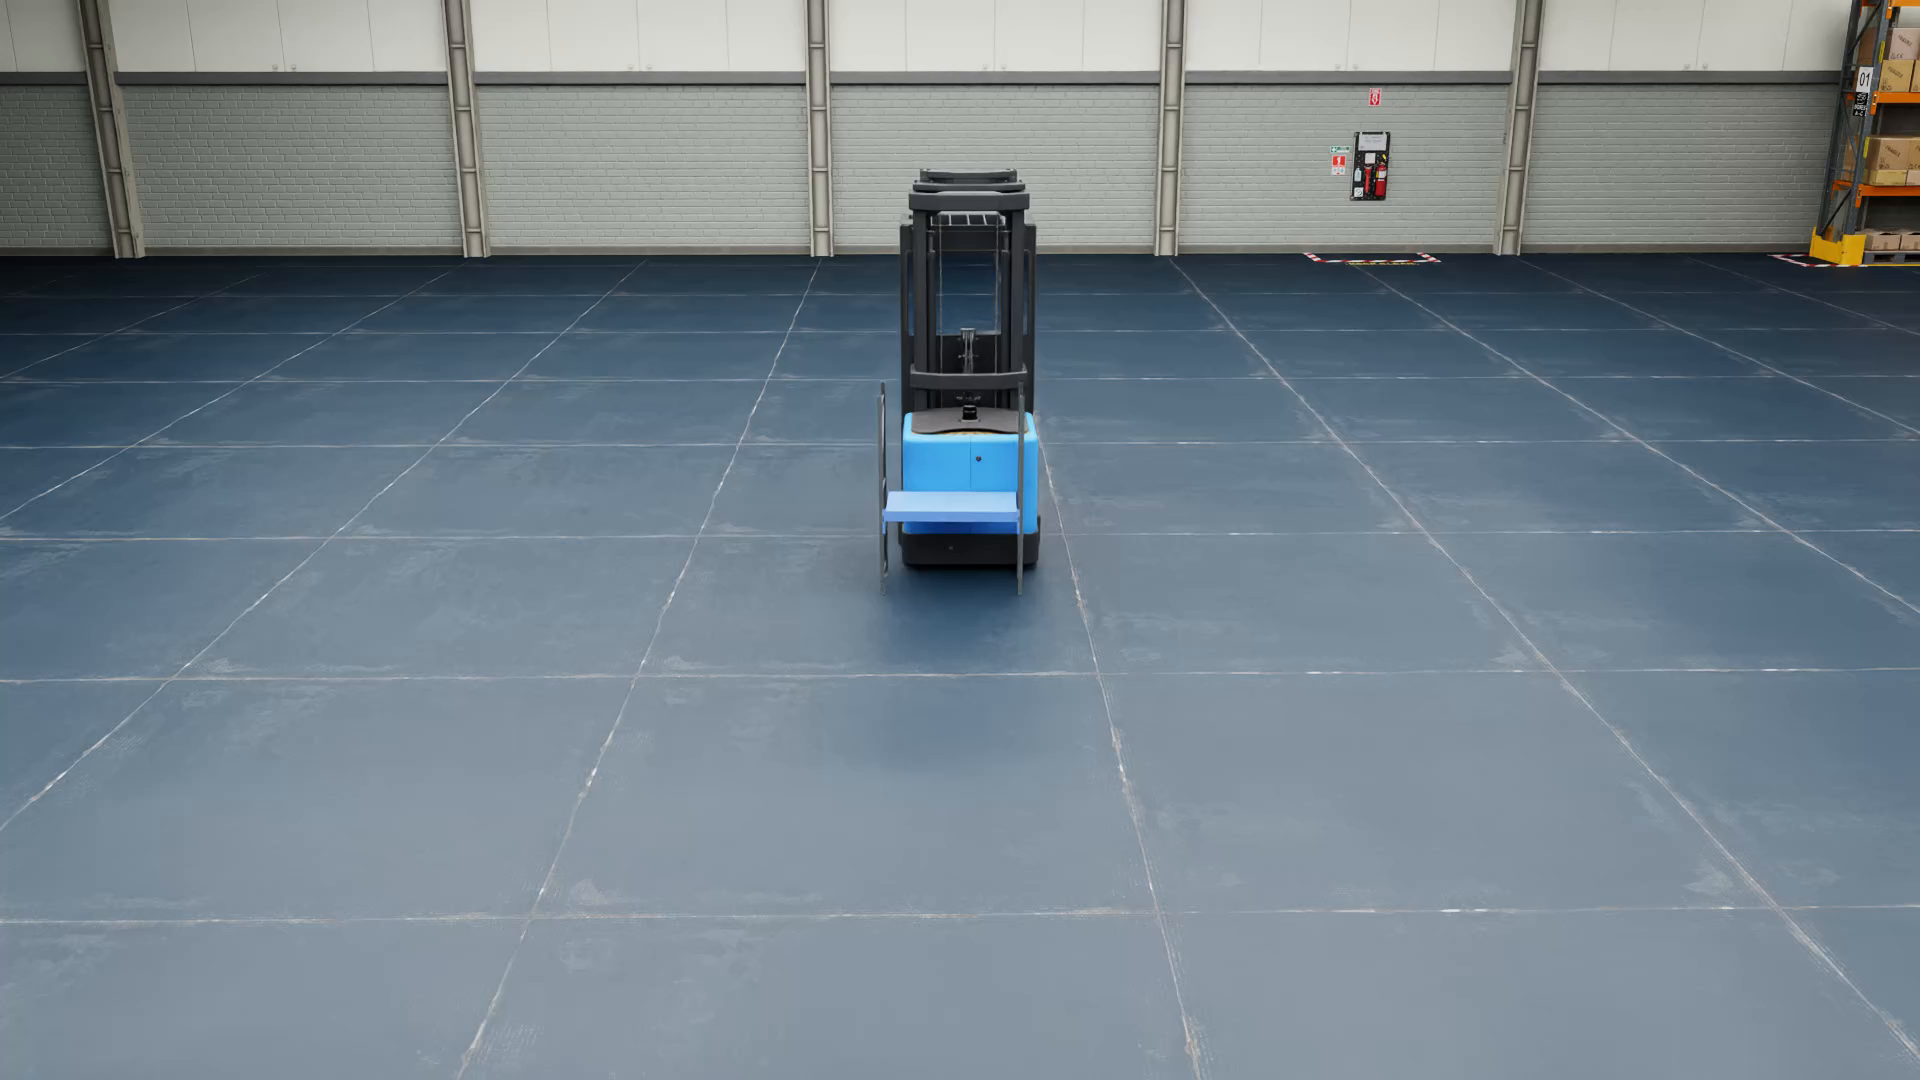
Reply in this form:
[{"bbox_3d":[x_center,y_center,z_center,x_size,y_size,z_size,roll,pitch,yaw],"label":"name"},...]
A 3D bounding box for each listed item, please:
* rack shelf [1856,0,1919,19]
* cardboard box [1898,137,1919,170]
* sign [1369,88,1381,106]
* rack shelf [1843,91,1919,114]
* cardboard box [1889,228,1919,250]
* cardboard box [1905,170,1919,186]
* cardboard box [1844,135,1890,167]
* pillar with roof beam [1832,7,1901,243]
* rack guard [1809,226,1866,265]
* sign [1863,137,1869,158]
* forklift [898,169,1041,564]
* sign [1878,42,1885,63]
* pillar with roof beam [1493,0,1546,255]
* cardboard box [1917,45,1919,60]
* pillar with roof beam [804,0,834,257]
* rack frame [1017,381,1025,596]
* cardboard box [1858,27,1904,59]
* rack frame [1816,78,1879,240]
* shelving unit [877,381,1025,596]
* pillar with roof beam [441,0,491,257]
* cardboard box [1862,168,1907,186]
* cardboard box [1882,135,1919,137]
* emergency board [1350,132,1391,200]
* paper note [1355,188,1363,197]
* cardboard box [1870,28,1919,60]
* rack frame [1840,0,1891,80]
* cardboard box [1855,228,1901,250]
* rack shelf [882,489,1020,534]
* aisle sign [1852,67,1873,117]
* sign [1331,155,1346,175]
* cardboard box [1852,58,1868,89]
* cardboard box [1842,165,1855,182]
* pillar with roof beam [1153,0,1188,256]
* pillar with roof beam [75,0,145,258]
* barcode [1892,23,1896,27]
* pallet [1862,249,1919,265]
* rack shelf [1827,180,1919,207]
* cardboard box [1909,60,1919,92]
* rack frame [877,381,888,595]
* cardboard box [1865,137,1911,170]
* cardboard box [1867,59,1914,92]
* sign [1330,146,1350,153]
[{"bbox_3d":[16.911,-8.743,27.254,4.000,0.370,1.077,0,18,-1],"label":"rack shelf"},{"bbox_3d":[15.888,-6.426,27.654,0.500,0.500,0.500,0,18,-1],"label":"cardboard box"},{"bbox_3d":[7.117,-7.594,28.513,0.199,0.298,0.001,0,18,-1],"label":"sign"},{"bbox_3d":[16.911,-7.316,27.711,4.000,0.370,1.077,0,18,-1],"label":"rack shelf"},{"bbox_3d":[16.174,-5.129,28.306,0.500,0.311,0.500,1,18,4],"label":"cardboard box"},{"bbox_3d":[15.923,-6.071,27.776,0.500,0.250,0.500,-1,18,-3],"label":"cardboard box"},{"bbox_3d":[15.379,-6.583,28.144,0.500,0.500,0.500,0,18,-1],"label":"cardboard box"},{"bbox_3d":[15.665,-8.030,23.849,0.400,9.000,9.100,0,18,-1],"label":"pillar with roof beam"},{"bbox_3d":[14.987,-5.031,28.413,0.348,0.500,1.175,0,18,-1],"label":"rack guard"},{"bbox_3d":[14.920,-6.467,27.381,0.005,0.325,0.100,0,18,-1],"label":"sign"},{"bbox_3d":[0.059,-1.605,13.752,1.130,2.935,3.031,0,18,-1],"label":"forklift"},{"bbox_3d":[14.920,-7.900,26.921,0.005,0.325,0.100,0,18,-1],"label":"sign"},{"bbox_3d":[9.666,-8.001,23.758,0.400,9.000,9.100,0,18,-1],"label":"pillar with roof beam"},{"bbox_3d":[15.803,-8.097,27.134,0.500,0.500,0.500,0,18,-1],"label":"cardboard box"},{"bbox_3d":[-2.332,-7.944,23.578,0.400,9.000,9.100,0,18,-1],"label":"pillar with roof beam"},{"bbox_3d":[0.447,-0.380,12.267,0.032,1.500,0.500,0,18,1],"label":"rack frame"},{"bbox_3d":[15.338,-8.264,27.656,0.500,0.500,0.500,1,18,2],"label":"cardboard box"},{"bbox_3d":[14.911,-6.221,28.030,0.127,3.000,1.000,0,18,-1],"label":"rack frame"},{"bbox_3d":[-0.062,-0.382,12.273,1.048,1.500,0.538,0,18,1],"label":"shelving unit"},{"bbox_3d":[-8.332,-7.915,23.488,0.400,9.000,9.100,0,18,-1],"label":"pillar with roof beam"},{"bbox_3d":[15.404,-6.064,27.755,0.500,0.250,0.500,-1,18,-2],"label":"cardboard box"},{"bbox_3d":[15.883,-6.583,28.143,0.500,0.500,0.500,0,18,0],"label":"cardboard box"},{"bbox_3d":[7.127,-6.459,28.773,0.643,1.169,0.194,0,18,-1],"label":"emergency board"},{"bbox_3d":[6.949,-6.060,28.970,0.142,0.148,0.016,0,18,-1],"label":"paper note"},{"bbox_3d":[15.300,-8.110,27.175,0.500,0.500,0.500,-2,18,-5],"label":"cardboard box"},{"bbox_3d":[14.911,-9.078,27.113,0.127,3.000,1.000,0,18,-1],"label":"rack frame"},{"bbox_3d":[15.604,-5.126,28.298,0.500,0.311,0.500,-2,18,-7],"label":"cardboard box"},{"bbox_3d":[-0.062,-0.212,12.330,1.000,0.185,0.538,0,18,1],"label":"rack shelf"},{"bbox_3d":[14.844,-7.367,27.346,0.004,0.787,0.394,0,18,-1],"label":"aisle sign"},{"bbox_3d":[6.572,-6.505,28.857,0.234,0.329,0.001,0,18,-1],"label":"sign"},{"bbox_3d":[15.324,-7.786,27.801,0.500,0.500,0.500,1,18,3],"label":"cardboard box"},{"bbox_3d":[15.376,-6.221,28.241,0.500,0.250,0.500,0,18,0],"label":"cardboard box"},{"bbox_3d":[3.667,-7.972,23.668,0.400,9.000,9.100,0,18,-1],"label":"pillar with roof beam"},{"bbox_3d":[-14.331,-7.886,23.398,0.400,9.000,9.100,0,18,-1],"label":"pillar with roof beam"},{"bbox_3d":[15.613,-8.615,27.799,0.075,0.075,0.001,0,18,-1],"label":"barcode"},{"bbox_3d":[15.800,-4.887,28.435,1.213,0.211,1.003,0,18,-1],"label":"pallet"},{"bbox_3d":[16.911,-5.888,28.170,4.000,0.370,1.077,0,18,-1],"label":"rack shelf"},{"bbox_3d":[15.787,-7.623,27.294,0.500,0.500,0.500,1,18,3],"label":"cardboard box"},{"bbox_3d":[-0.570,-0.384,12.280,0.032,1.500,0.500,0,18,1],"label":"rack frame"},{"bbox_3d":[15.393,-6.427,27.656,0.500,0.500,0.500,0,18,-1],"label":"cardboard box"},{"bbox_3d":[15.249,-7.632,27.320,0.500,0.500,0.500,0,18,1],"label":"cardboard box"},{"bbox_3d":[6.577,-6.755,28.768,0.331,0.109,0.001,0,18,-1],"label":"sign"}]
